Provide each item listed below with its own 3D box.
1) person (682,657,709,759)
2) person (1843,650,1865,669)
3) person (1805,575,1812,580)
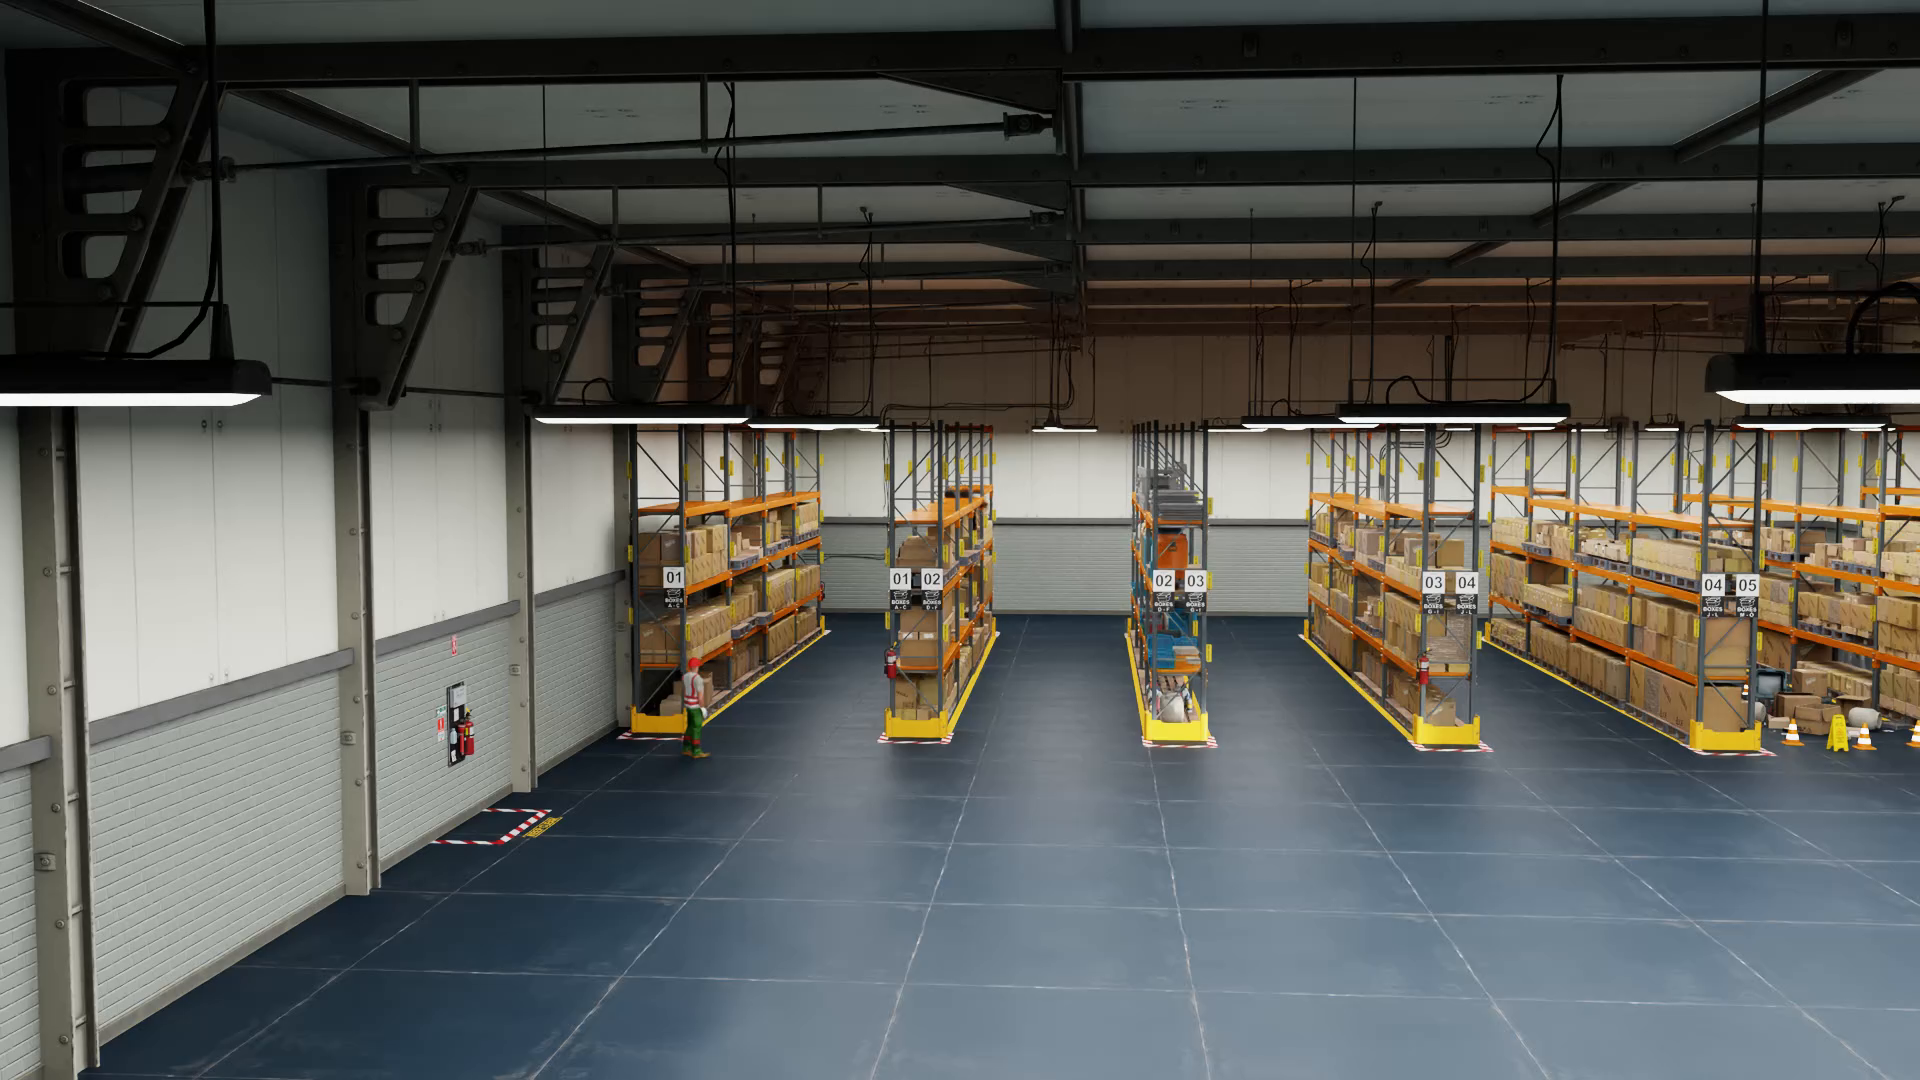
[{"bbox_3d":[-4.680,2.977,29.472,0.435,1.820,0.608,-2,4,-29],"label":"person"},{"bbox_3d":[21.248,2.336,39.601,0.550,1.759,0.686,-3,5,-38],"label":"person"},{"bbox_3d":[24.097,1.869,47.245,1.100,1.736,0.630,0,4,0],"label":"person"}]
